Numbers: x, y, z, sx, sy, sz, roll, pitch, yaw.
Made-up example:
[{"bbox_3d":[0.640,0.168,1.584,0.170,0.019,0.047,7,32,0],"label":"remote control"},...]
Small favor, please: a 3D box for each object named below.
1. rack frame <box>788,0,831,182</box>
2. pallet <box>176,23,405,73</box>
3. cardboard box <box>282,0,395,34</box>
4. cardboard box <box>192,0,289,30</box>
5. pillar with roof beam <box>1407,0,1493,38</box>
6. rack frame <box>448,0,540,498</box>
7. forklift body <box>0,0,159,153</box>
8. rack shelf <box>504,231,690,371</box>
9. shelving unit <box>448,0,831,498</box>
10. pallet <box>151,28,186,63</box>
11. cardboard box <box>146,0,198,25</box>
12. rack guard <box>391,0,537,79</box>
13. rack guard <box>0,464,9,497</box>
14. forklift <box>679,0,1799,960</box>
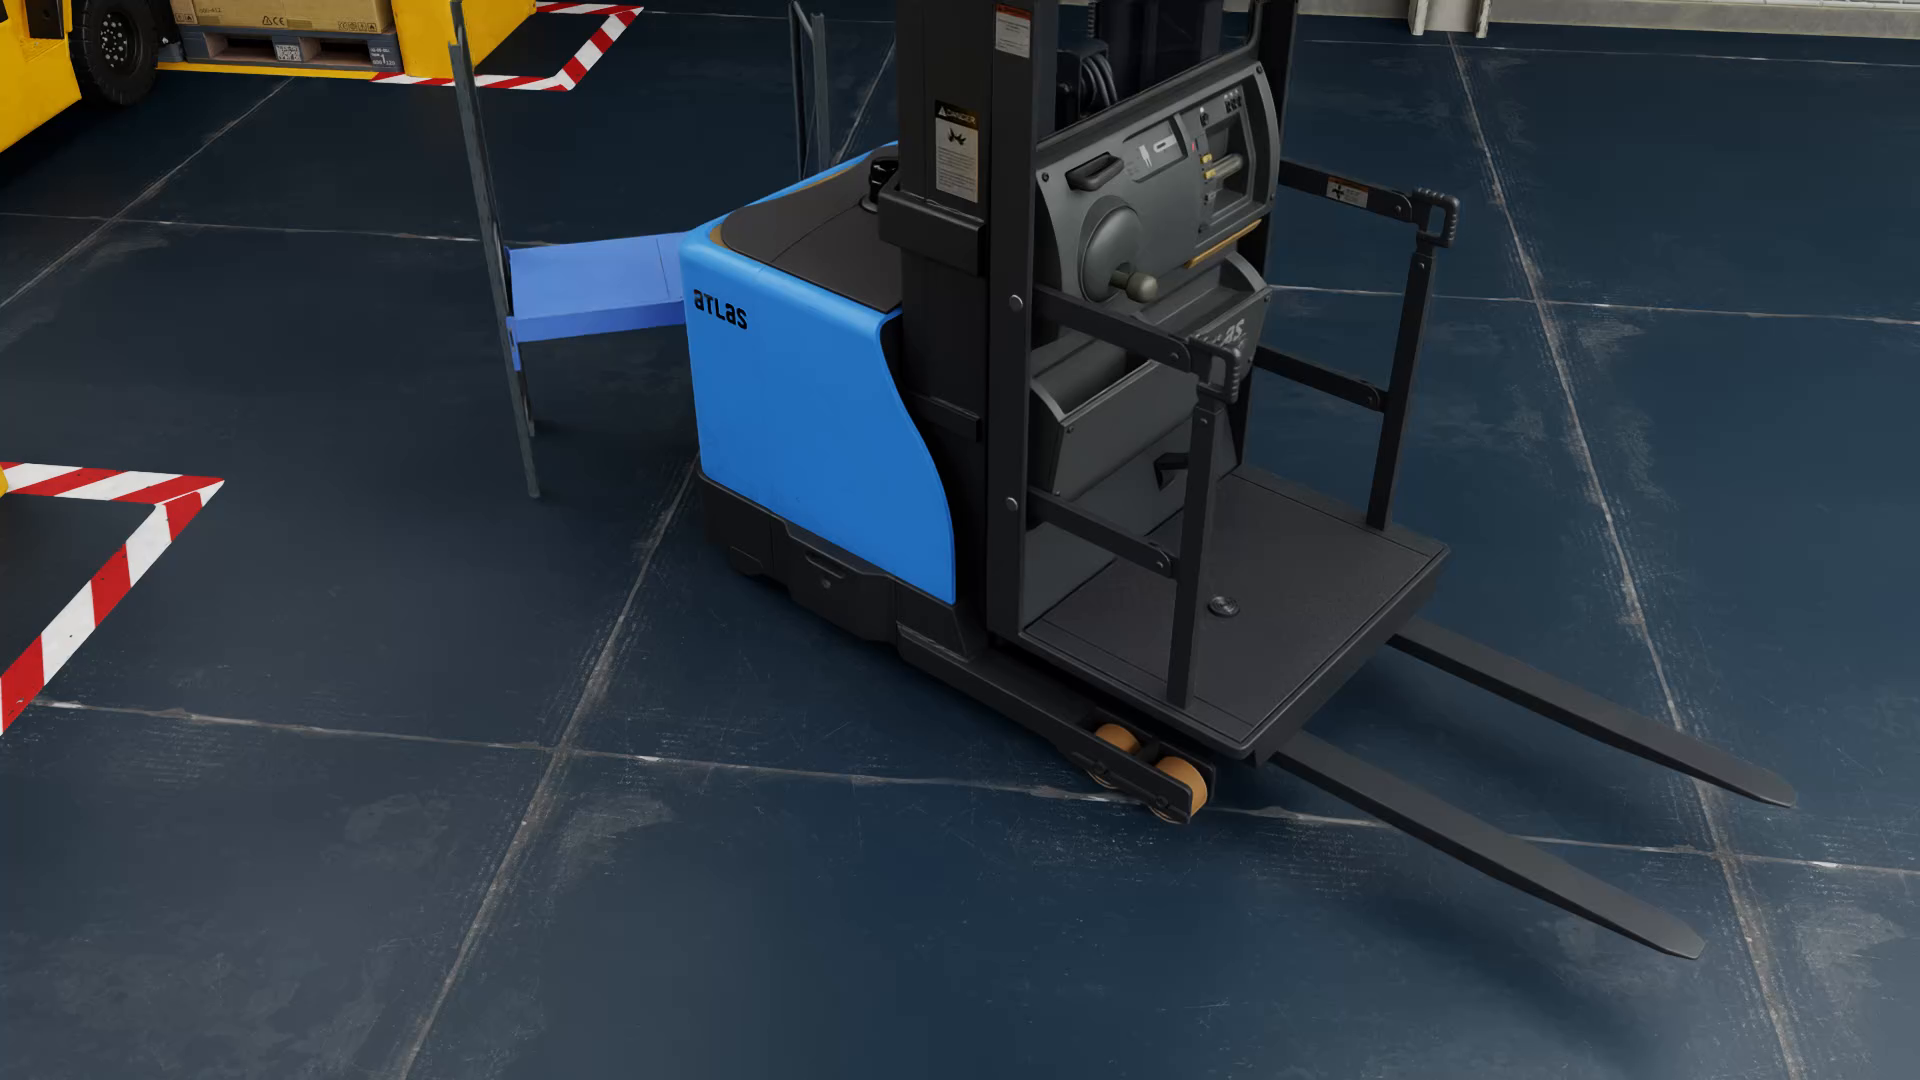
[{"bbox_3d":[-0.466,-1.032,5.406,0.032,1.500,0.500,-8,36,-11],"label":"rack frame"},{"bbox_3d":[-3.437,-2.844,9.053,1.213,0.211,1.003,4,36,6],"label":"pallet"},{"bbox_3d":[-3.179,-2.851,8.668,0.500,0.250,0.500,5,36,6],"label":"cardboard box"},{"bbox_3d":[-3.671,-2.893,8.727,0.500,0.250,0.500,4,36,6],"label":"cardboard box"},{"bbox_3d":[2.154,-4.035,3.157,0.400,9.000,9.100,4,36,6],"label":"pillar with roof beam"},{"bbox_3d":[-1.452,-0.890,5.206,0.032,1.500,0.500,-8,36,-11],"label":"rack frame"},{"bbox_3d":[-4.786,-2.690,7.168,1.214,2.155,2.313,4,36,6],"label":"forklift body"},{"bbox_3d":[-0.959,-0.815,5.410,1.000,0.185,0.538,-8,36,-11],"label":"rack shelf"},{"bbox_3d":[-0.959,-0.961,5.306,1.048,1.500,0.538,-8,36,-11],"label":"shelving unit"},{"bbox_3d":[-4.644,-2.936,9.182,1.213,0.211,1.003,4,36,6],"label":"pallet"},{"bbox_3d":[-4.167,-2.935,8.786,0.500,0.250,0.500,5,36,6],"label":"cardboard box"},{"bbox_3d":[-2.649,-2.927,8.921,0.348,0.500,1.175,4,36,6],"label":"rack guard"},{"bbox_3d":[-3.377,-0.074,4.924,0.348,0.500,1.175,4,36,6],"label":"rack guard"},{"bbox_3d":[0.654,-0.821,3.877,3.031,2.935,1.130,26,43,32],"label":"forklift"}]
